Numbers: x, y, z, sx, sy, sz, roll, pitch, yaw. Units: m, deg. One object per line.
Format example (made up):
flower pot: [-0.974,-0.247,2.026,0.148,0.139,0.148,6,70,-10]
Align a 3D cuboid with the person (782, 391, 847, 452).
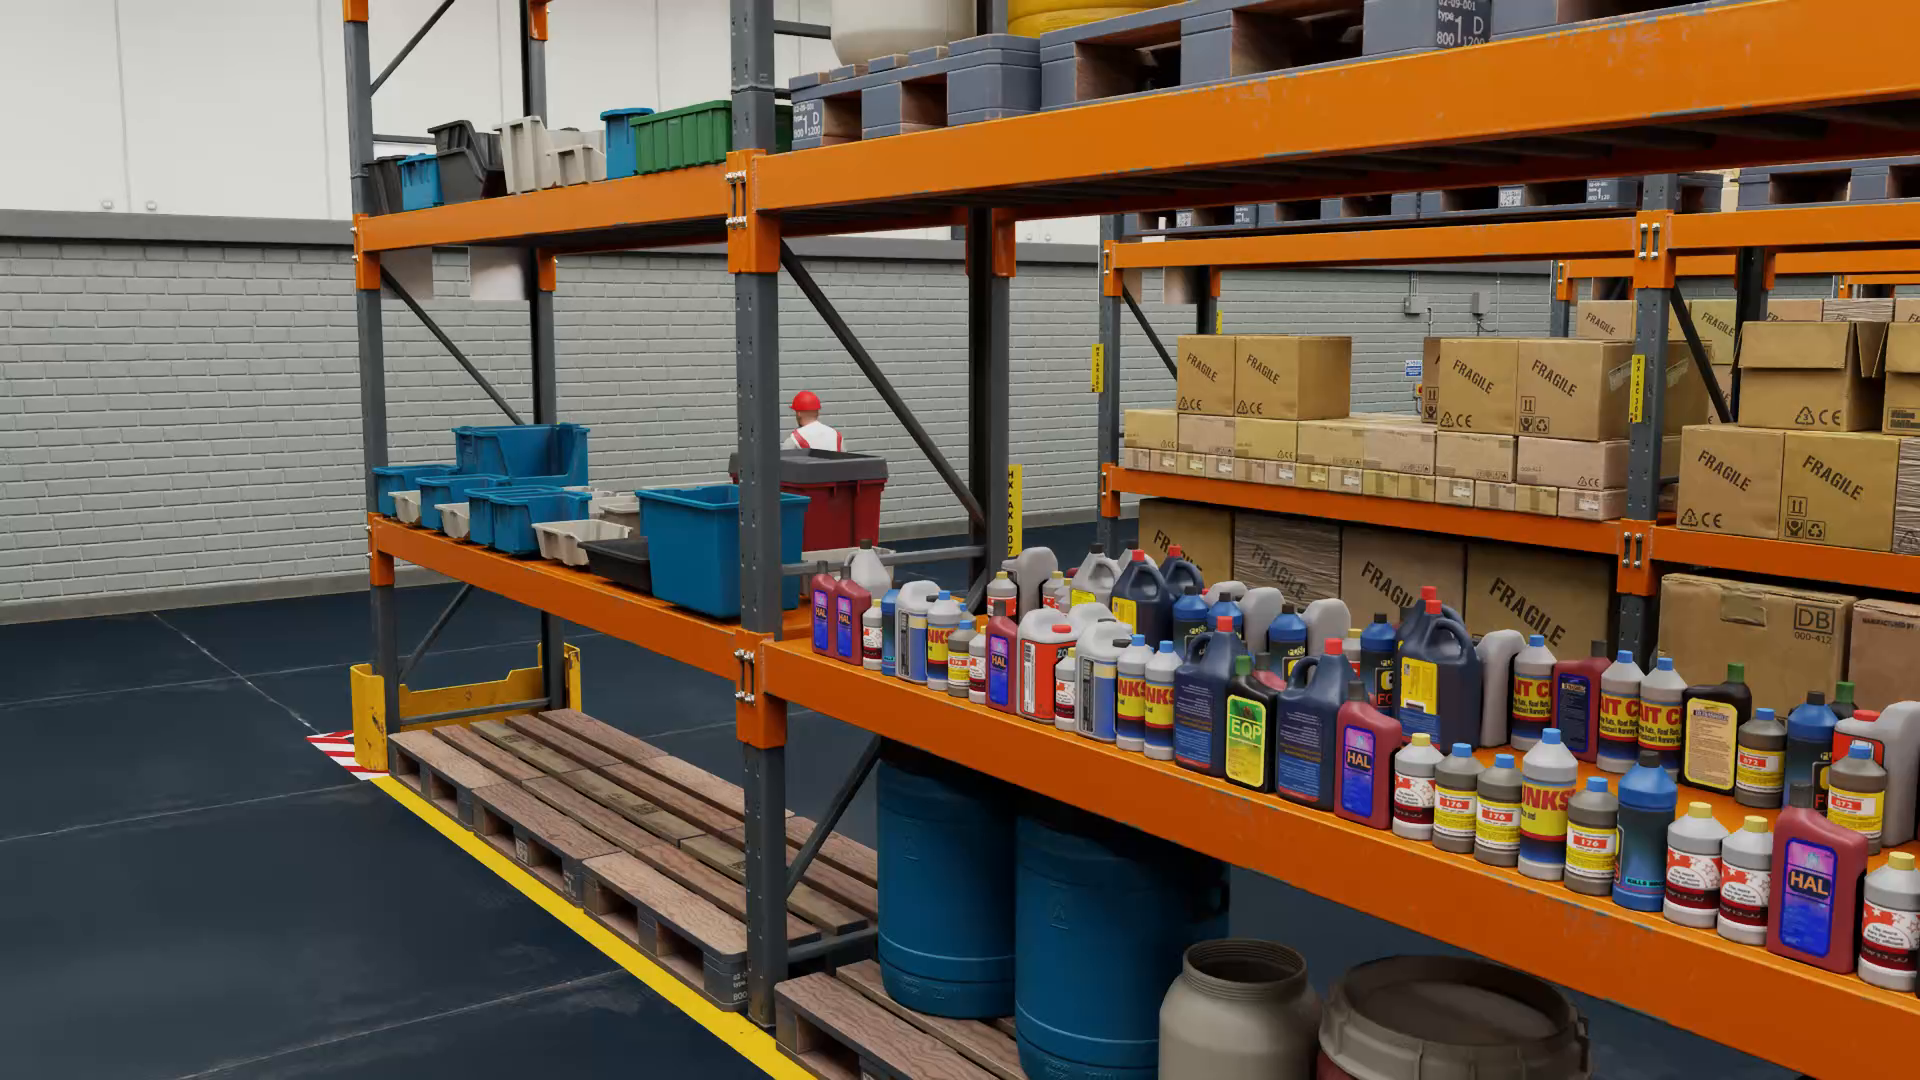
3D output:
person: [-1.079,-0.210,12.297,0.609,1.780,0.448,-6,9,-35]
